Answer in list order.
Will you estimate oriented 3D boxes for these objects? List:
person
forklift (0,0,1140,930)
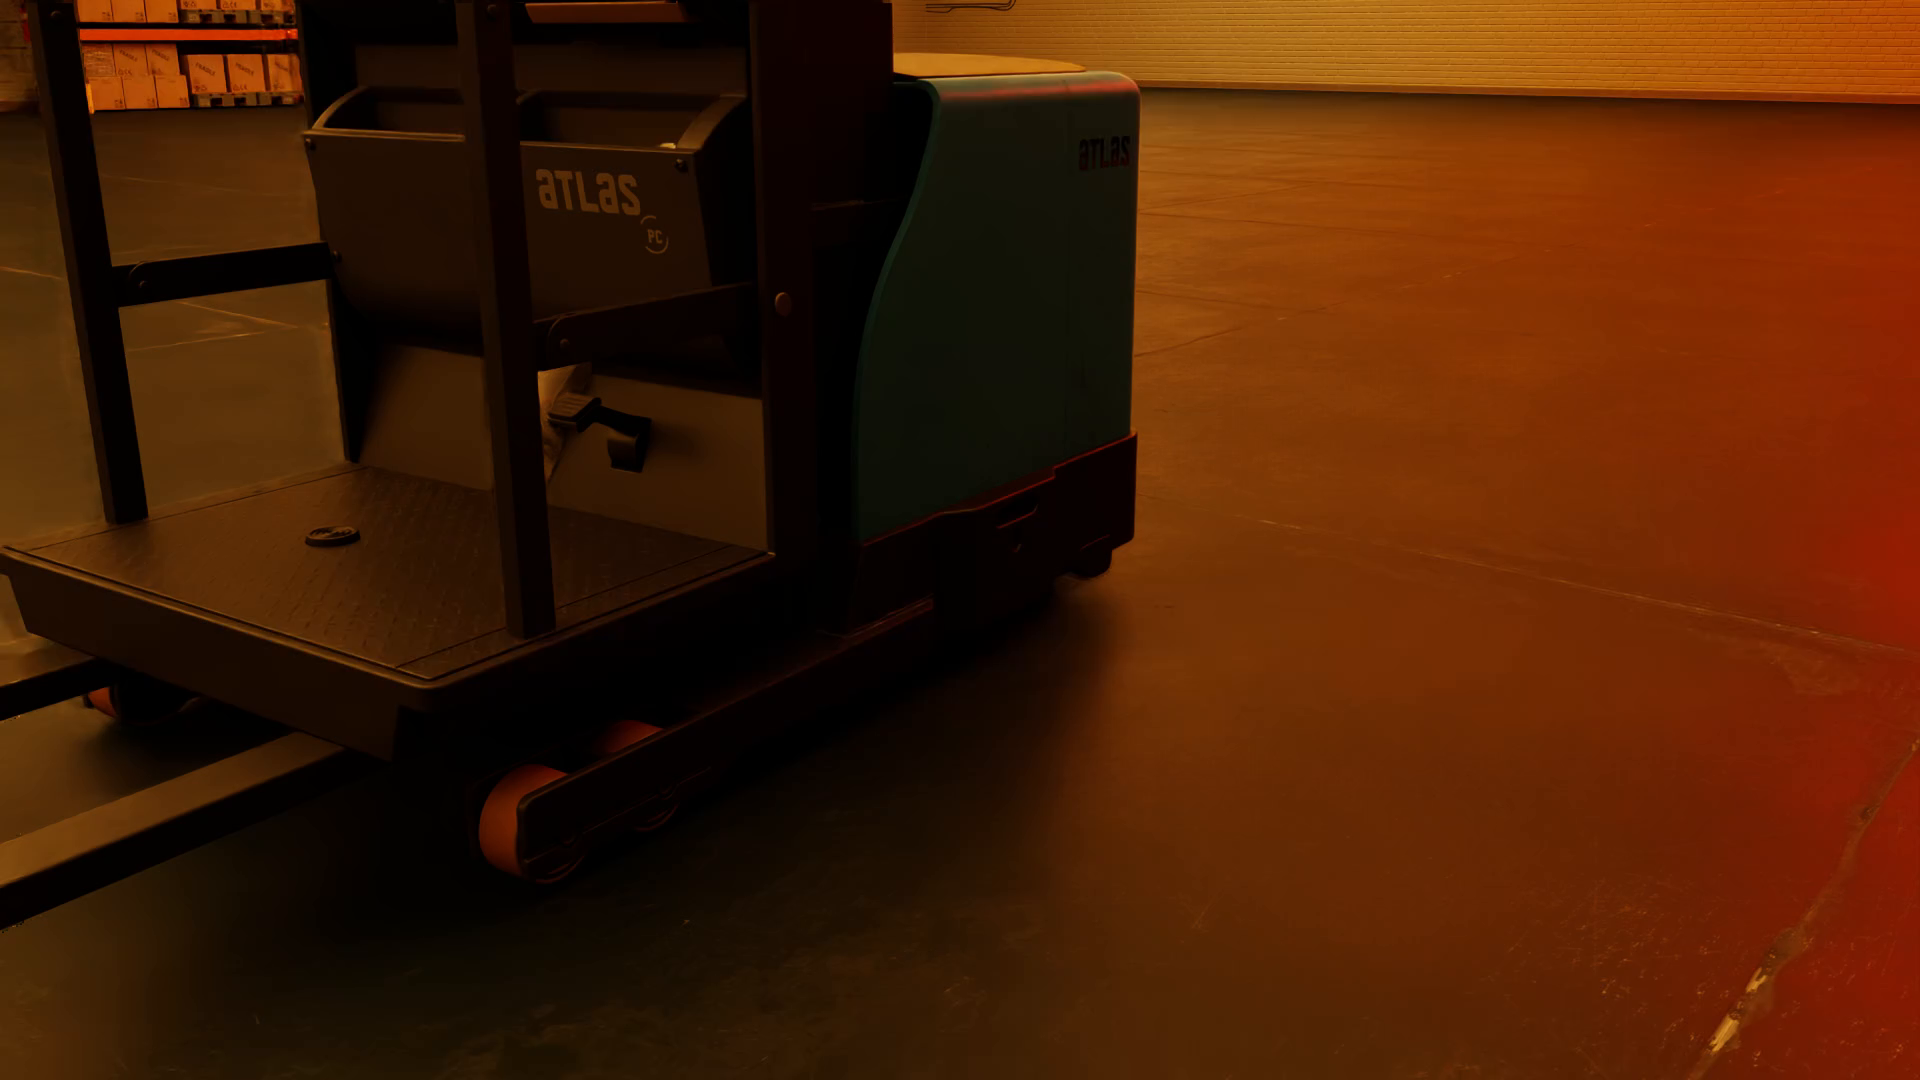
[{"bbox_3d":[-0.635,-0.561,3.034,0.580,1.619,0.835,-3,17,-11],"label":"person"},{"bbox_3d":[-0.850,-1.074,2.435,1.130,2.935,3.031,11,20,32],"label":"forklift"}]
